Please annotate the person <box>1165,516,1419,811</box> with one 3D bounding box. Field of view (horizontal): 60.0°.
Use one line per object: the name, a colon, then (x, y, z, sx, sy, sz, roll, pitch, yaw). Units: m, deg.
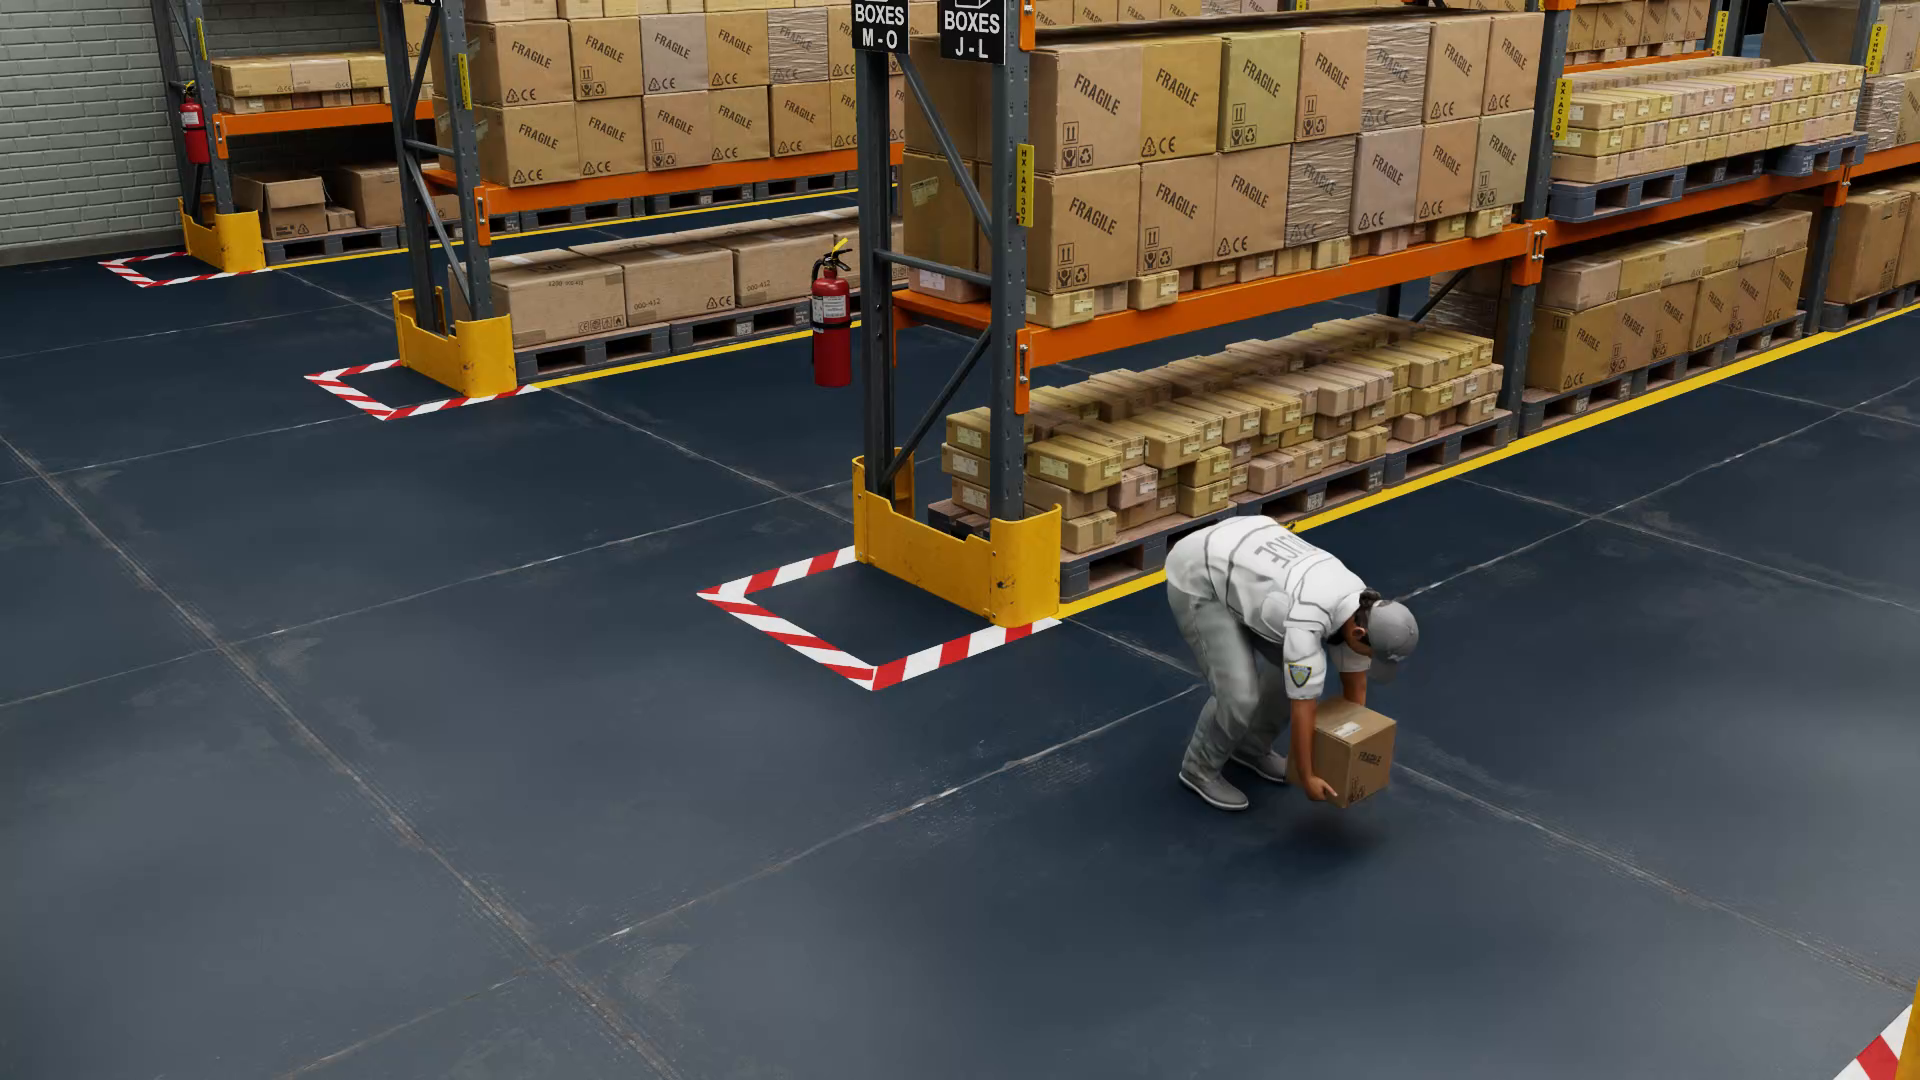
person: (1.140, 0.466, 5.782, 0.497, 1.014, 0.950, -19, 28, -40)
